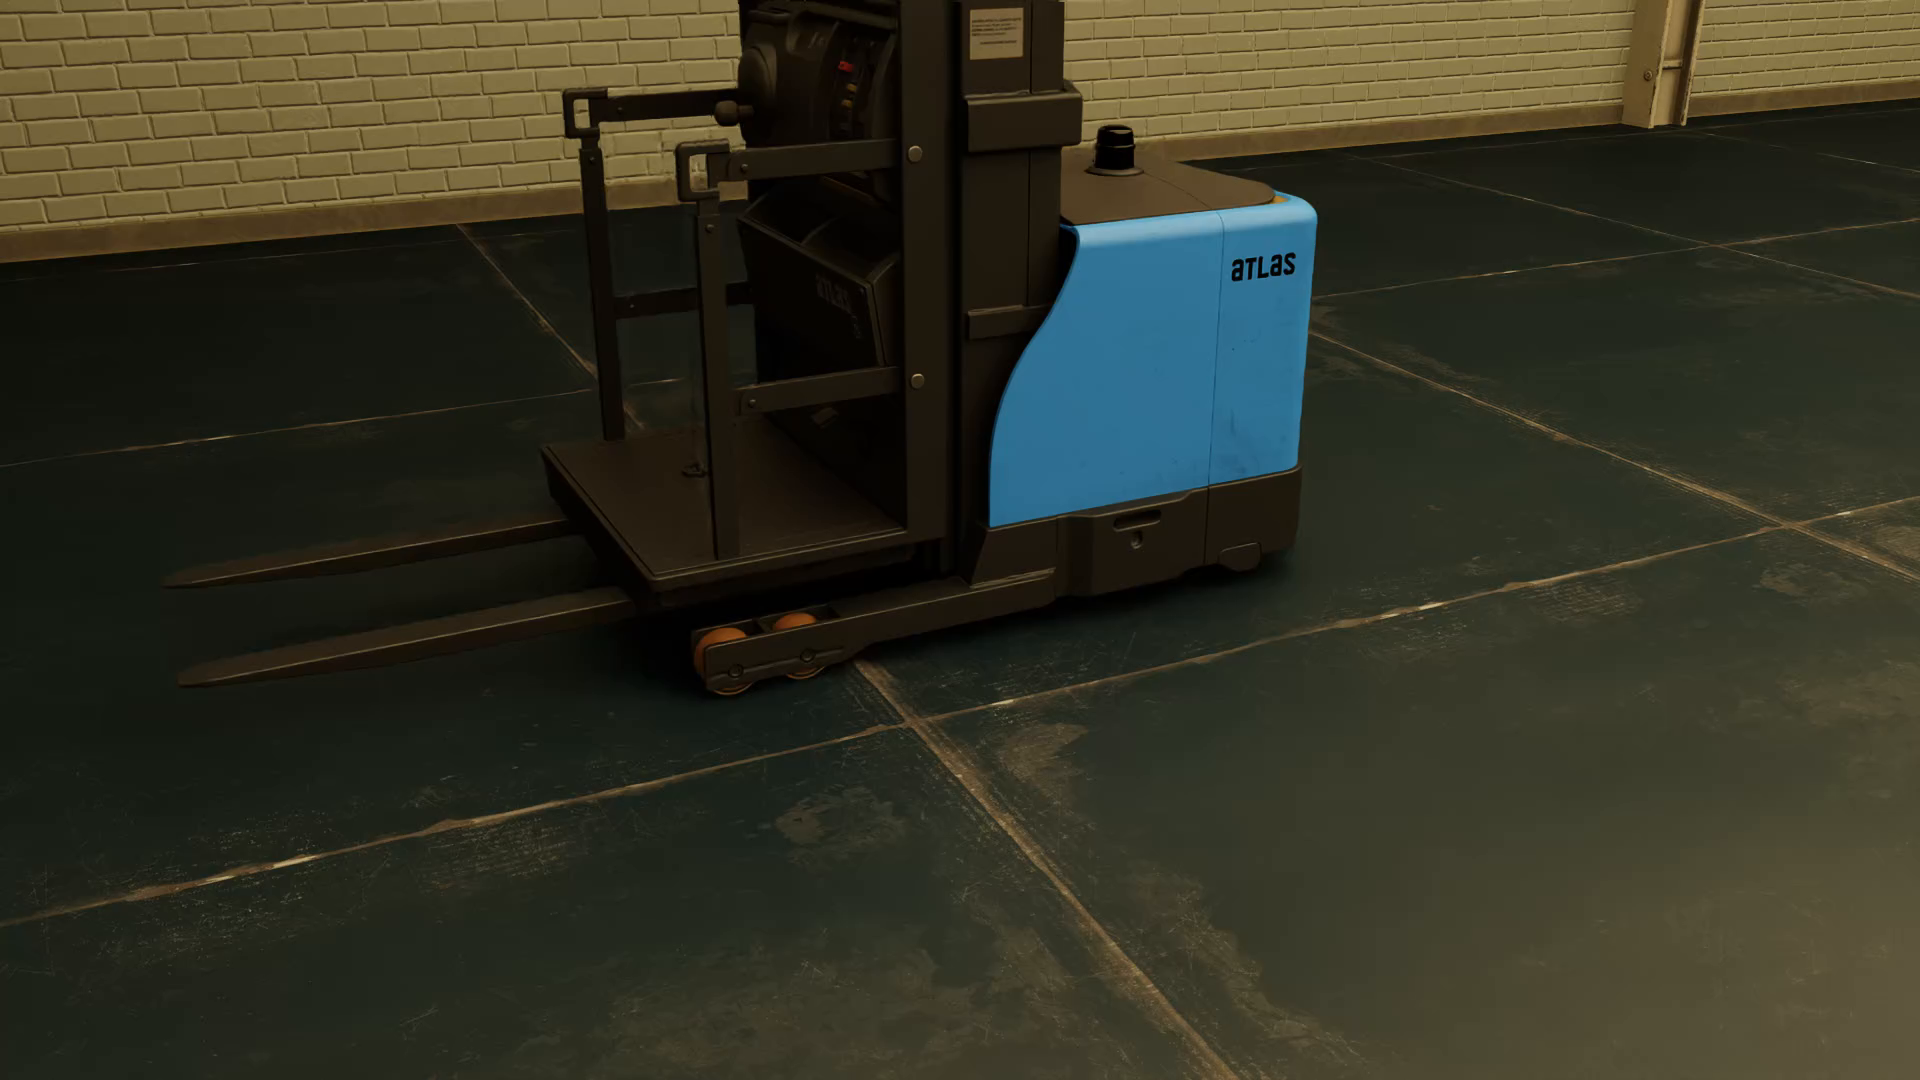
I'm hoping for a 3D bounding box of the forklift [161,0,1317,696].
[{"bbox_3d":[-0.557,-1.195,4.163,3.031,2.935,1.130,-11,25,-25],"label":"forklift"}]
